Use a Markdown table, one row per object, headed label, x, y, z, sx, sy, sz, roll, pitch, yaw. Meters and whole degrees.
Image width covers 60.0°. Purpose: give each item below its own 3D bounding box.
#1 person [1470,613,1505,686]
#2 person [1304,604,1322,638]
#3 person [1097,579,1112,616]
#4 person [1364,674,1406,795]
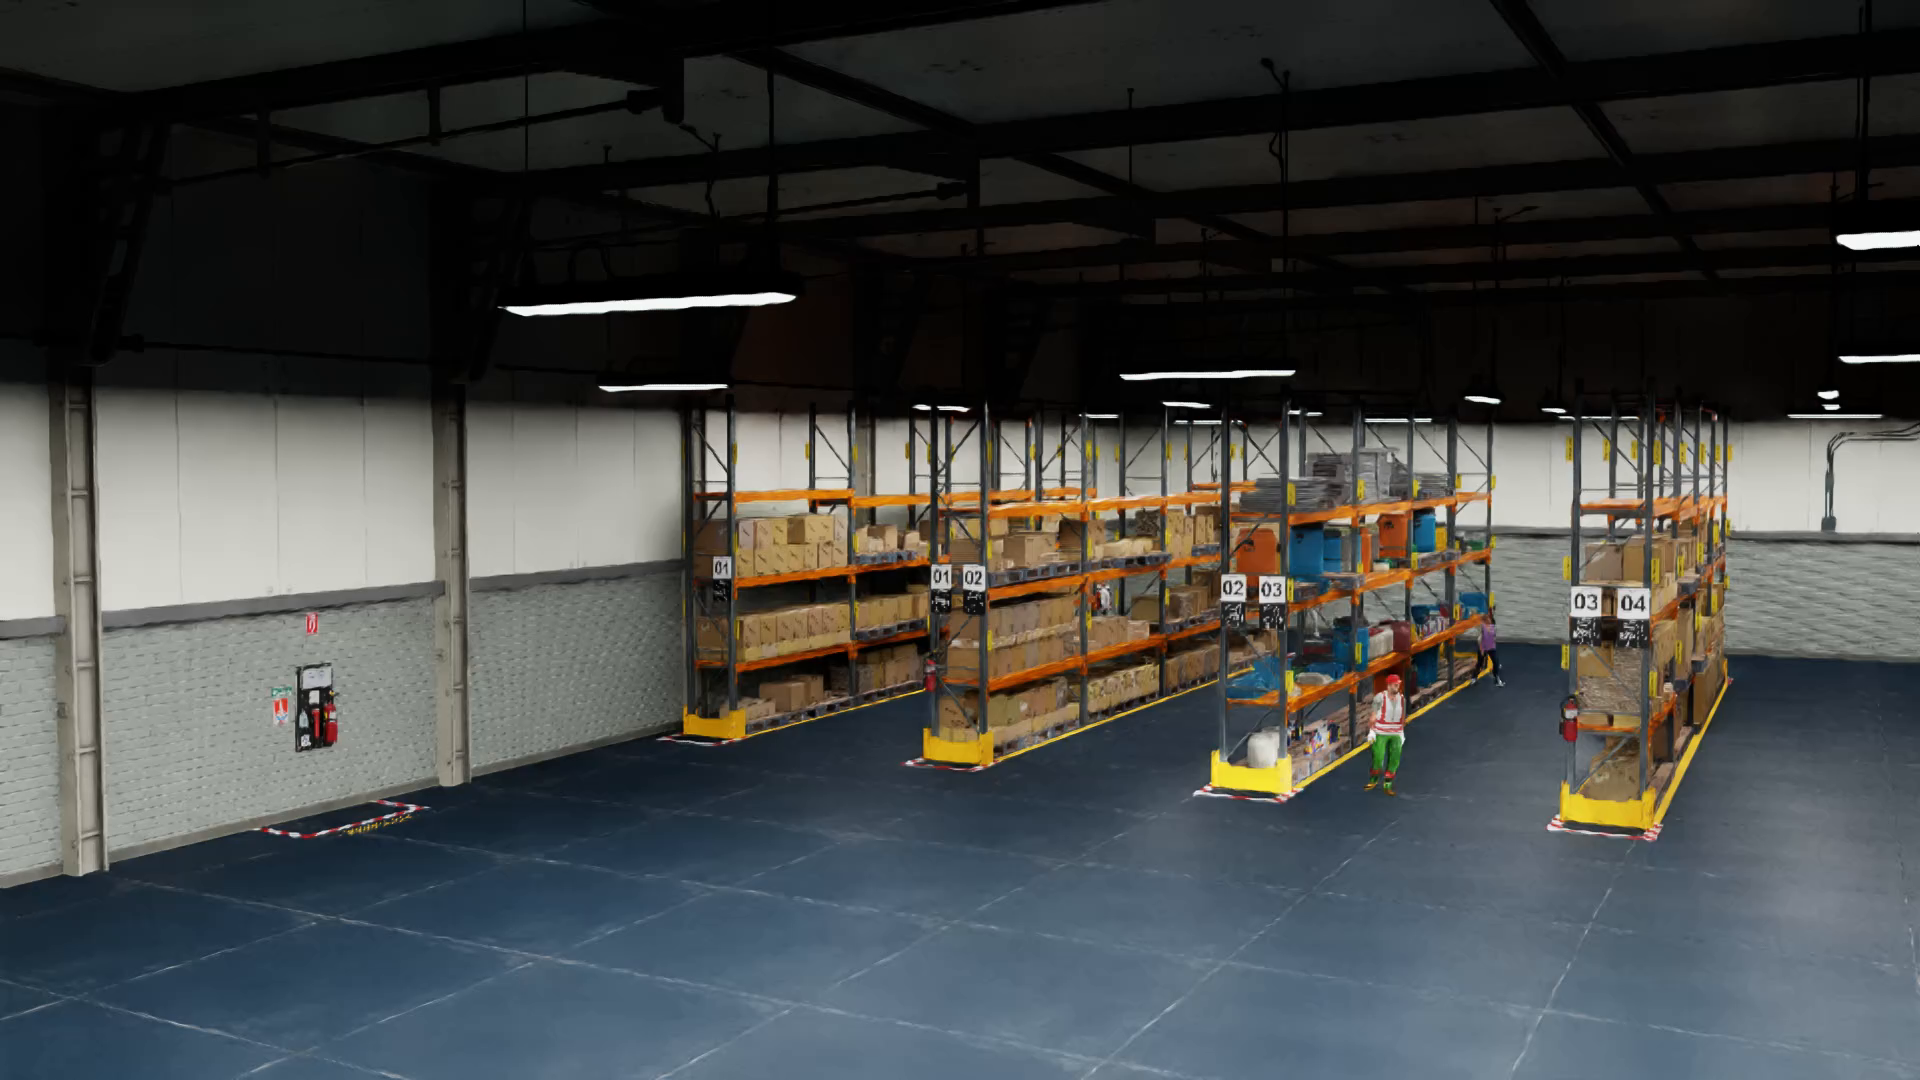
| label | x | y | z | sx | sy | sz | roll | pitch | yaw |
| --- | --- | --- | --- | --- | --- | --- | --- | --- | --- |
| person | 11.324 | 2.338 | 35.756 | 0.584 | 1.559 | 0.659 | -1 | 3 | -11 |
| person | 9.408 | 1.786 | 44.903 | 0.708 | 1.703 | 0.843 | 1 | 3 | 11 |
| person | 3.803 | 1.787 | 44.282 | 0.583 | 1.764 | 0.516 | -2 | 3 | -27 |
| person | 6.249 | 2.833 | 24.417 | 0.583 | 1.776 | 0.574 | 0 | 3 | -7 |
